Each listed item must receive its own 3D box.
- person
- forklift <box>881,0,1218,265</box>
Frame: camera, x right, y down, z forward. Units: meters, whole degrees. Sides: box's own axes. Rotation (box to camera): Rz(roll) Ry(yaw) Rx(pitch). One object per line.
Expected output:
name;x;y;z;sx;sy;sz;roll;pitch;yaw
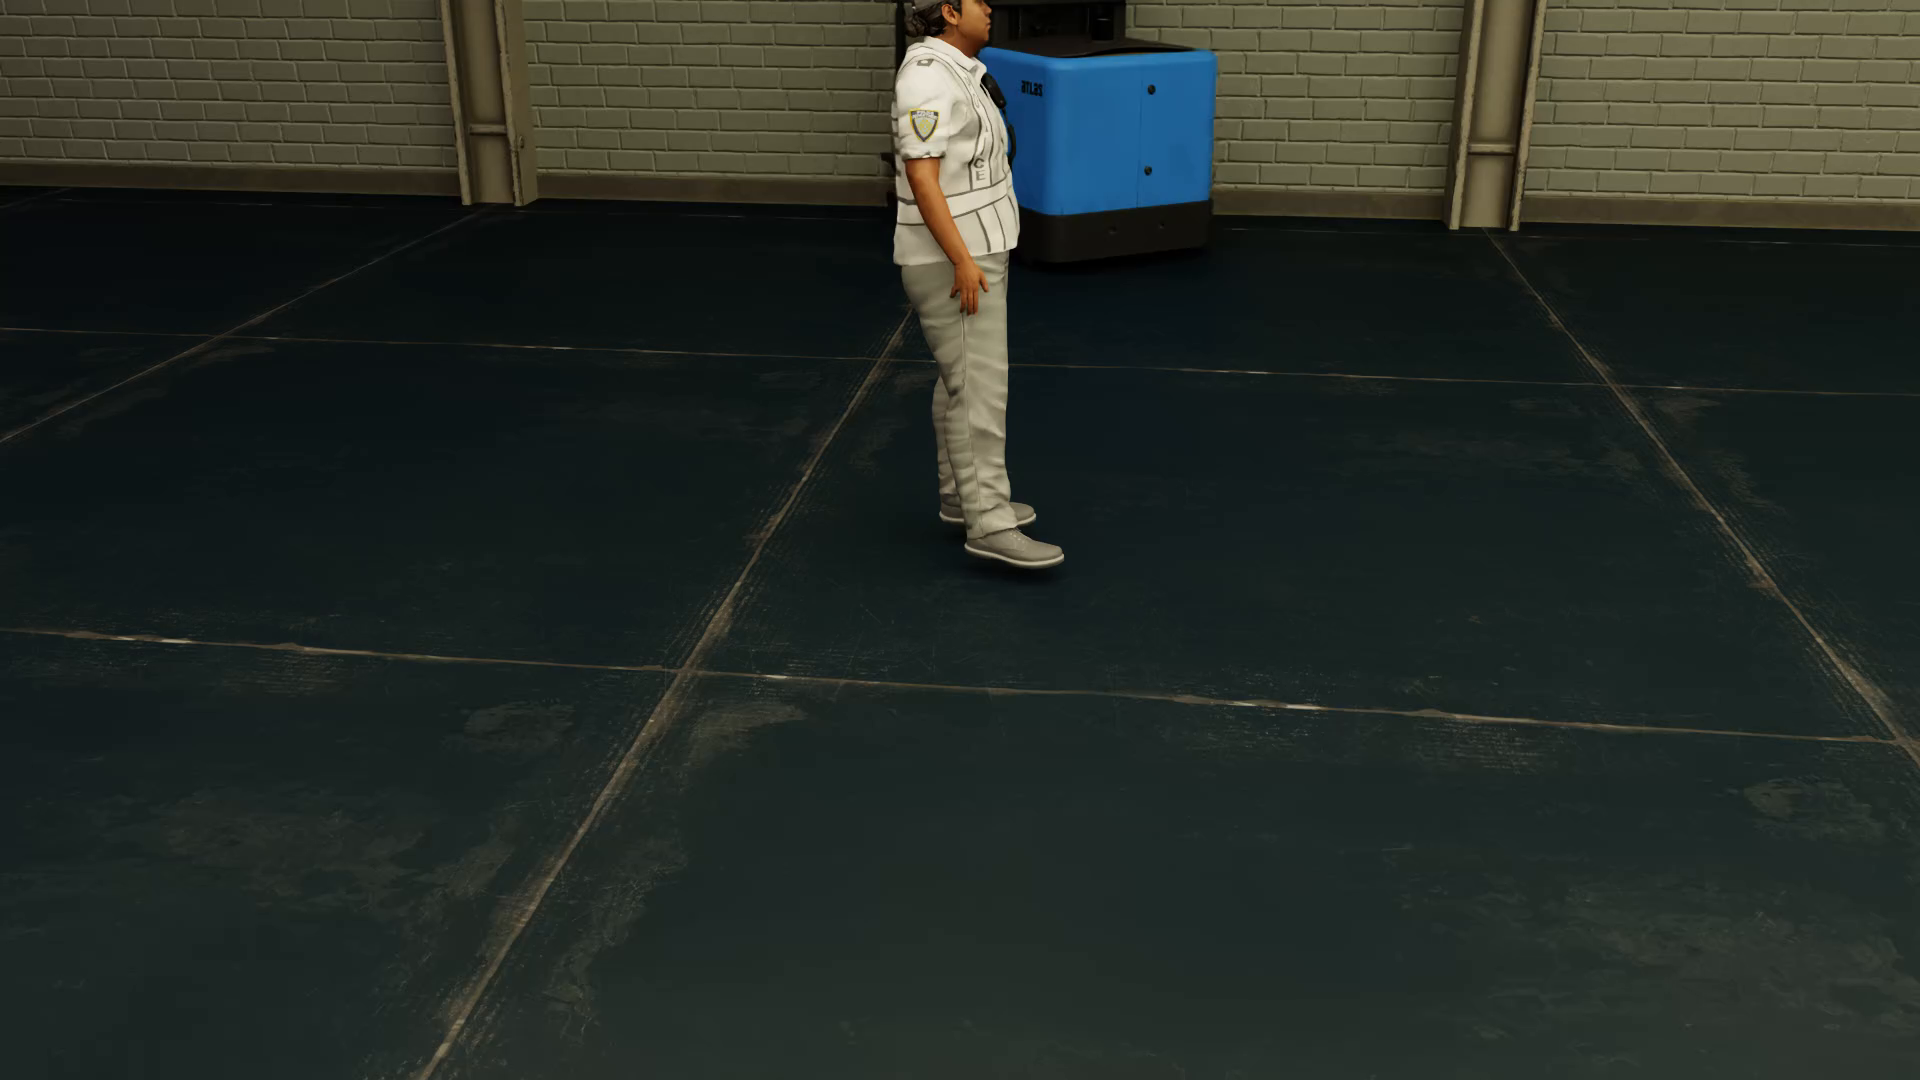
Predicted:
person;0.073;-0.804;4.818;0.529;1.670;0.598;3;22;7
forklift;0.220;-3.287;9.417;1.130;2.935;3.031;-11;24;-26
